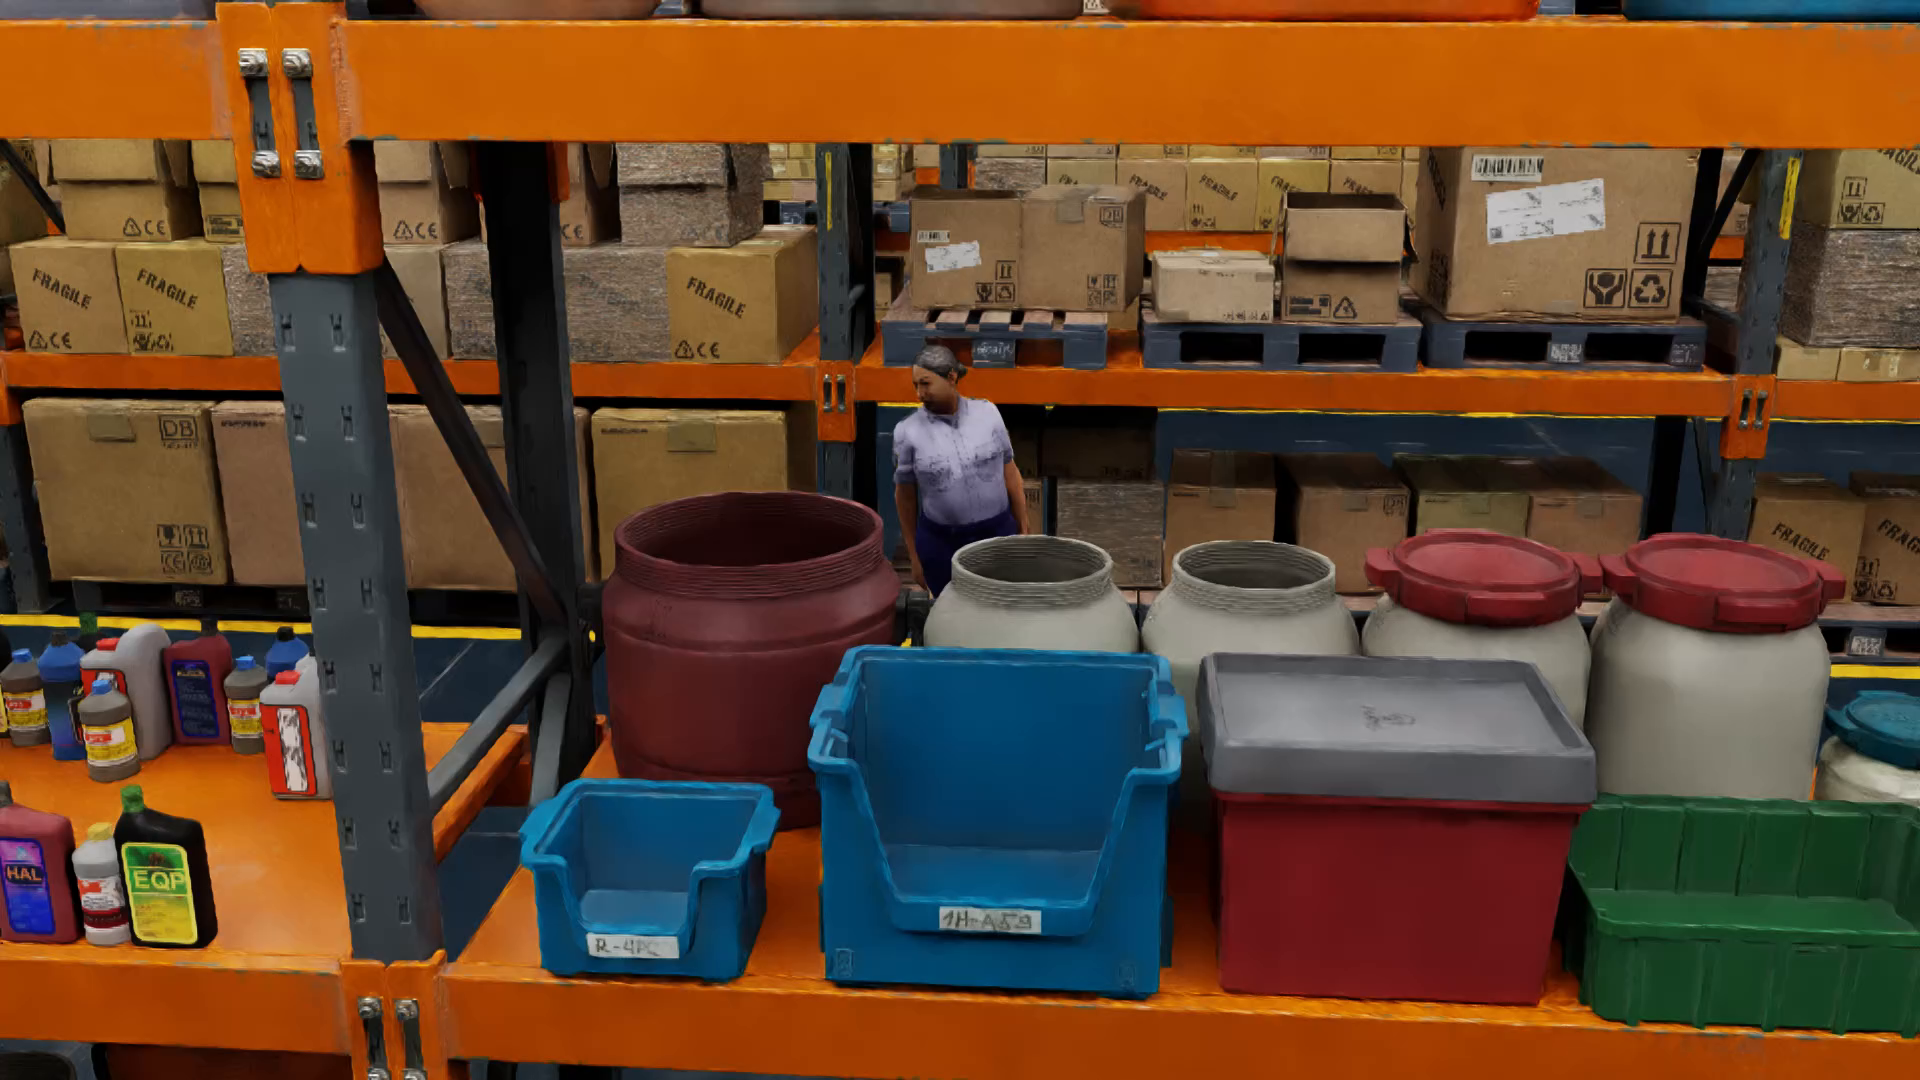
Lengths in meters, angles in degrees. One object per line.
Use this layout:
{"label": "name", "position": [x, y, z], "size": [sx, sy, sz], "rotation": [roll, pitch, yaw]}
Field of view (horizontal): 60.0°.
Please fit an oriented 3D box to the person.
{"label": "person", "position": [0.030, 0.027, 6.545], "size": [0.564, 1.615, 0.579], "rotation": [-6, 19, -18]}
